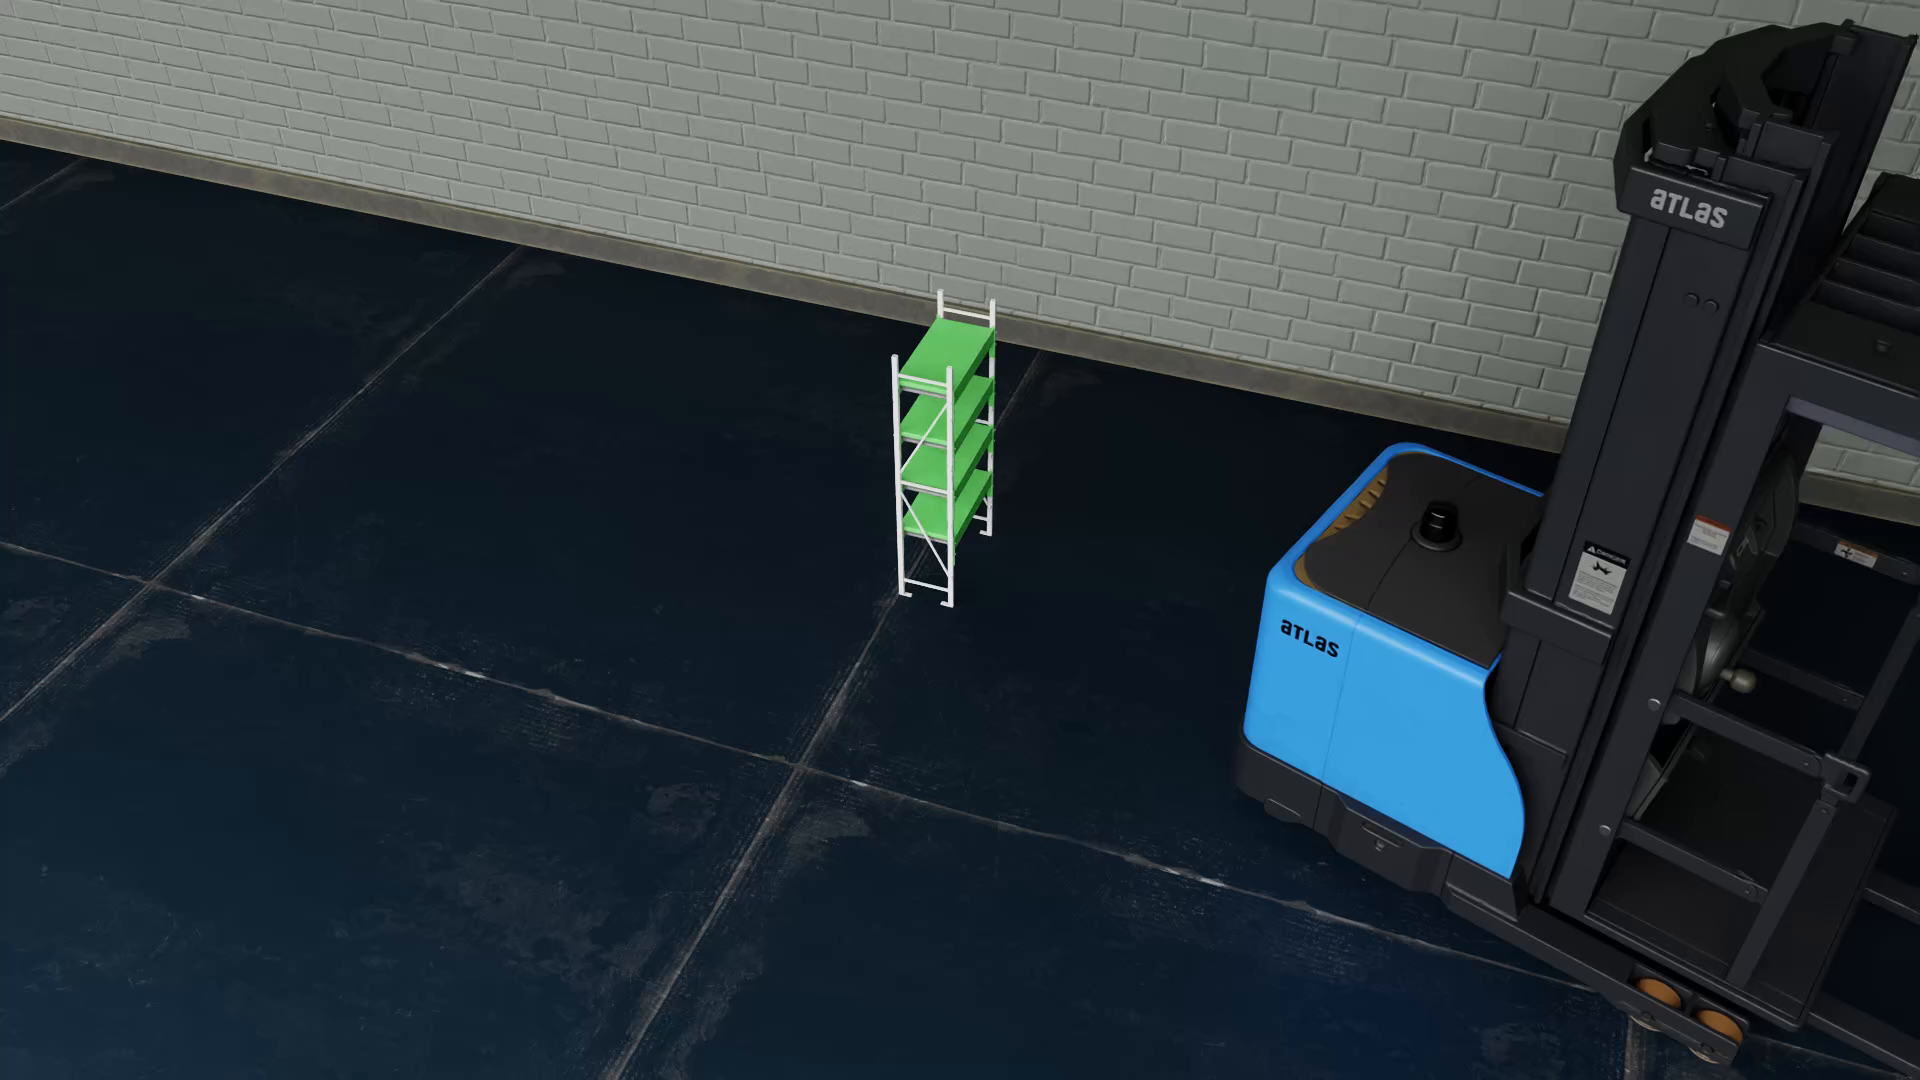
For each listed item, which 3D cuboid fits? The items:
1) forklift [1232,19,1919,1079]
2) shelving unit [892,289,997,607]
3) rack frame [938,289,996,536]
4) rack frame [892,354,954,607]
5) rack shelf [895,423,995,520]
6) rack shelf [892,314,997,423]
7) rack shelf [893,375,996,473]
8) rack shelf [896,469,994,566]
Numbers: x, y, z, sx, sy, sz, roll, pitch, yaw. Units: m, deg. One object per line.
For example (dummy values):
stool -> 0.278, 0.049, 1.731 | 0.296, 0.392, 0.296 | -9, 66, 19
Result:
forklift -> 2.476, 0.155, 4.811 | 3.031, 2.935, 1.130 | 27, 47, 28
shelving unit -> -0.057, -0.356, 6.742 | 0.258, 1.200, 0.503 | 13, 42, 15
rack frame -> 0.027, -0.504, 6.917 | 0.240, 1.200, 0.015 | 13, 42, 15
rack frame -> -0.140, -0.207, 6.568 | 0.240, 1.200, 0.015 | 13, 42, 15
rack shelf -> -0.057, -0.307, 6.784 | 0.258, 0.148, 0.480 | 13, 42, 15
rack shelf -> -0.057, -0.672, 6.472 | 0.258, 0.148, 0.480 | 13, 42, 15
rack shelf -> -0.057, -0.489, 6.628 | 0.258, 0.148, 0.480 | 13, 42, 15
rack shelf -> -0.057, -0.124, 6.939 | 0.258, 0.148, 0.480 | 13, 42, 15
